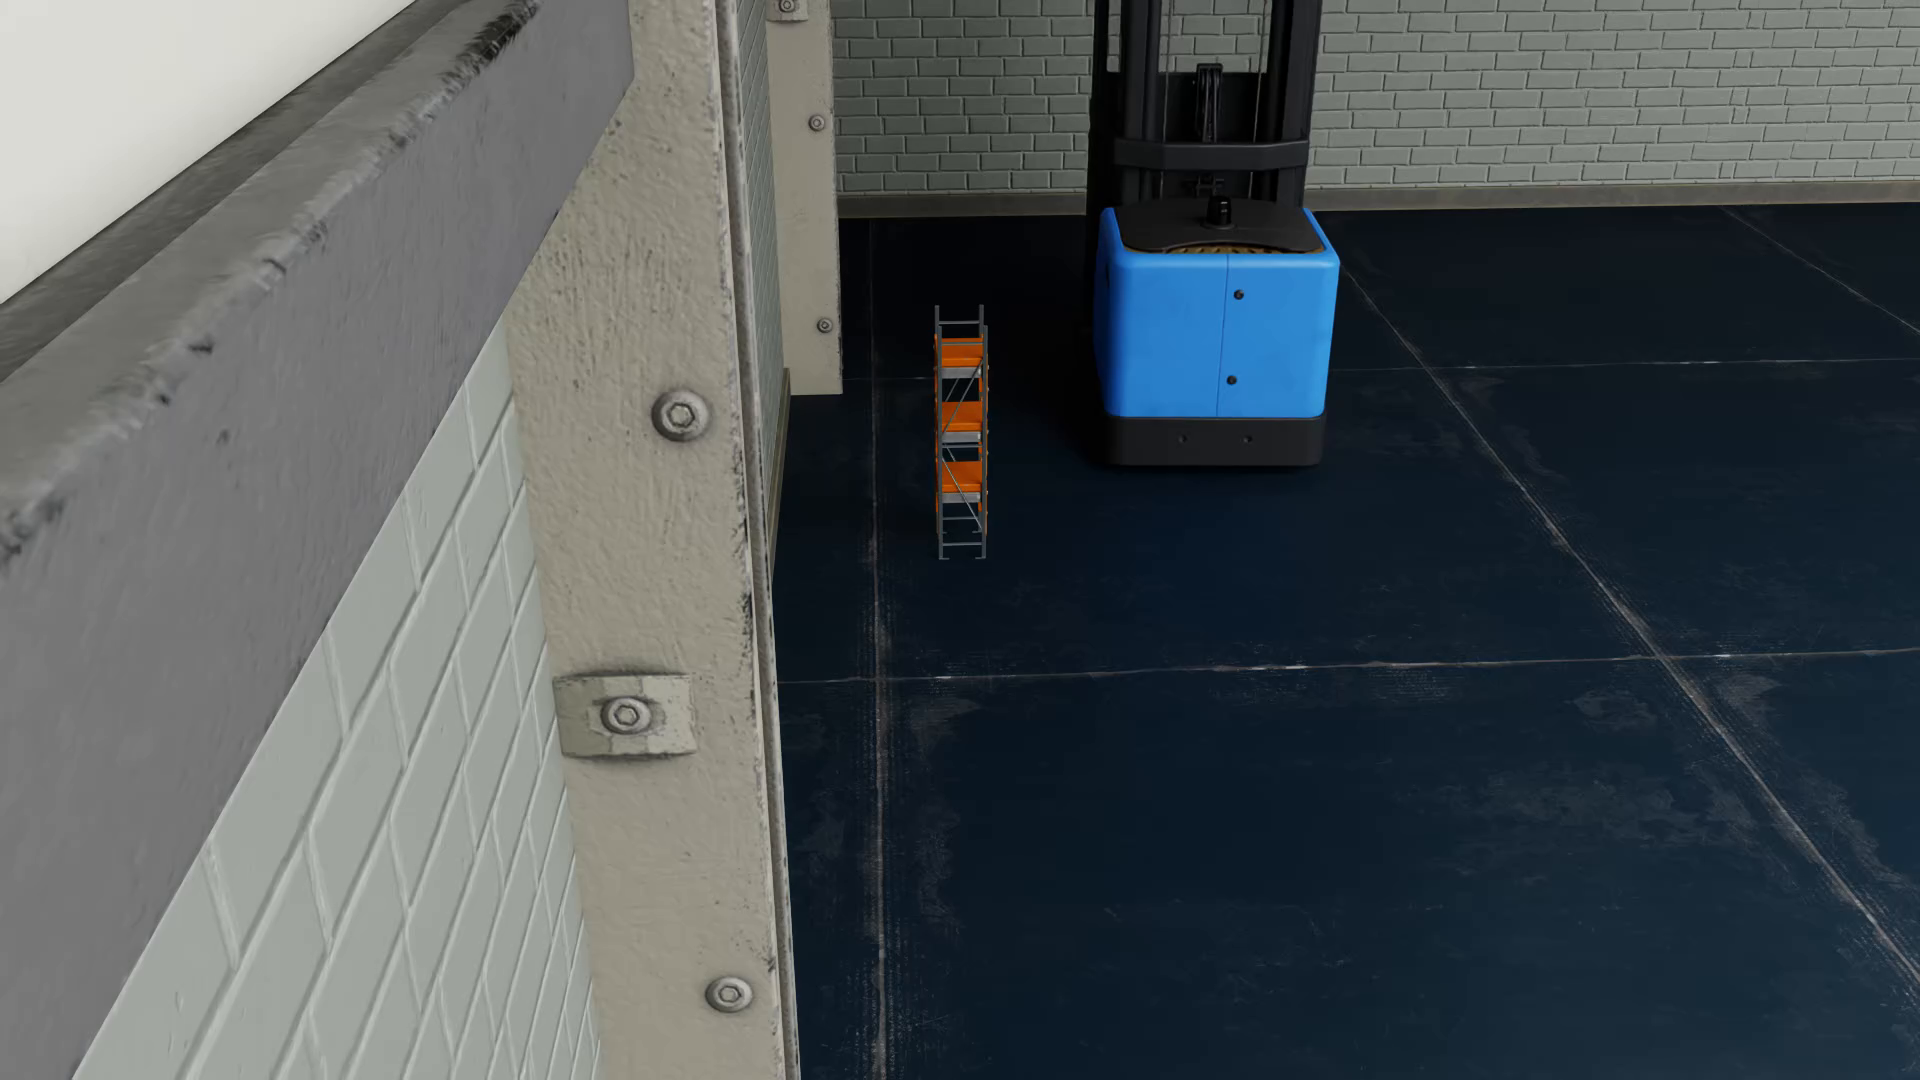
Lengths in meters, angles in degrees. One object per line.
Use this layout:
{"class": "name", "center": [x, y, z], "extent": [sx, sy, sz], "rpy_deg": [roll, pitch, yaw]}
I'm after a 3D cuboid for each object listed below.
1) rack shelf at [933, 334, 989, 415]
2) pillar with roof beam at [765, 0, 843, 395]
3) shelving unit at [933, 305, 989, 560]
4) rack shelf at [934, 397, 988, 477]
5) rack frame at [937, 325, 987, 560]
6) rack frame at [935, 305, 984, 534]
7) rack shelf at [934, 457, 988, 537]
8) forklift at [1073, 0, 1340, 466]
{"class": "rack shelf", "center": [0.003, -0.683, 6.834], "extent": [0.215, 0.259, 0.240], "rpy_deg": [-1, 28, -3]}
{"class": "pillar with roof beam", "center": [3.519, -4.948, 7.006], "extent": [9.100, 9.000, 0.400], "rpy_deg": [-1, 28, -3]}
{"class": "shelving unit", "center": [0.003, -0.441, 6.960], "extent": [0.215, 1.050, 0.252], "rpy_deg": [-1, 28, -3]}
{"class": "rack shelf", "center": [0.003, -0.431, 6.965], "extent": [0.215, 0.259, 0.240], "rpy_deg": [-1, 28, -3]}
{"class": "rack frame", "center": [0.009, -0.384, 6.852], "extent": [0.200, 1.050, 0.008], "rpy_deg": [-1, 28, -3]}
{"class": "rack frame", "center": [-0.004, -0.497, 7.068], "extent": [0.200, 1.050, 0.008], "rpy_deg": [-1, 28, -3]}
{"class": "rack shelf", "center": [0.003, -0.185, 7.093], "extent": [0.215, 0.259, 0.240], "rpy_deg": [-1, 28, -3]}
{"class": "forklift", "center": [1.197, -2.282, 8.456], "extent": [1.130, 2.935, 3.031], "rpy_deg": [0, 28, 1]}
